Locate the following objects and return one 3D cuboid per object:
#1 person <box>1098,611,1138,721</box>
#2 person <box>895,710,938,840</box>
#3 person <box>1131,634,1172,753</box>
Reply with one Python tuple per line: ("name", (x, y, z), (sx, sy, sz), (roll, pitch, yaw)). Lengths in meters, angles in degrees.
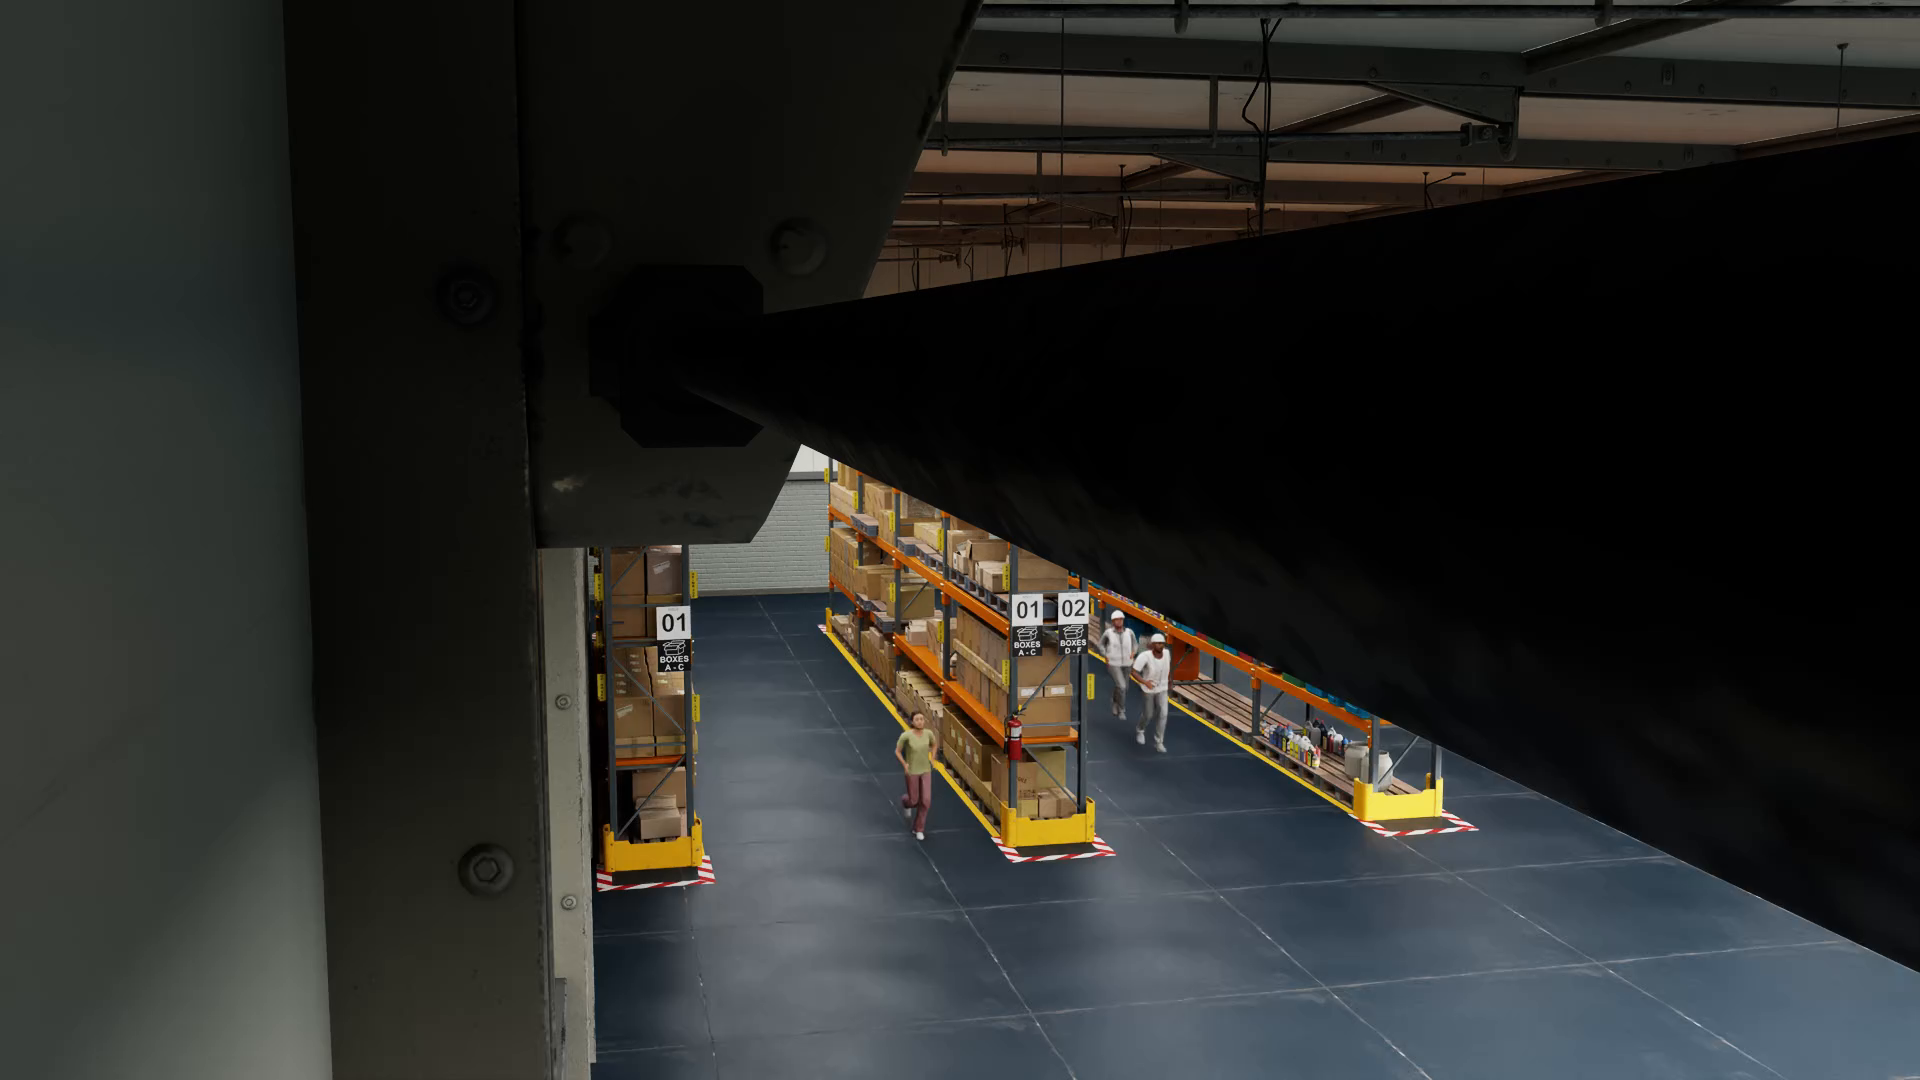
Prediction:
("person", (2.582, 2.022, 26.934), (0.656, 1.776, 0.758), (-2, 7, -13))
("person", (-0.553, 2.995, 21.476), (0.584, 1.646, 0.697), (-2, 7, -17))
("person", (2.914, 2.264, 24.906), (0.725, 1.761, 0.863), (-3, 7, -22))
